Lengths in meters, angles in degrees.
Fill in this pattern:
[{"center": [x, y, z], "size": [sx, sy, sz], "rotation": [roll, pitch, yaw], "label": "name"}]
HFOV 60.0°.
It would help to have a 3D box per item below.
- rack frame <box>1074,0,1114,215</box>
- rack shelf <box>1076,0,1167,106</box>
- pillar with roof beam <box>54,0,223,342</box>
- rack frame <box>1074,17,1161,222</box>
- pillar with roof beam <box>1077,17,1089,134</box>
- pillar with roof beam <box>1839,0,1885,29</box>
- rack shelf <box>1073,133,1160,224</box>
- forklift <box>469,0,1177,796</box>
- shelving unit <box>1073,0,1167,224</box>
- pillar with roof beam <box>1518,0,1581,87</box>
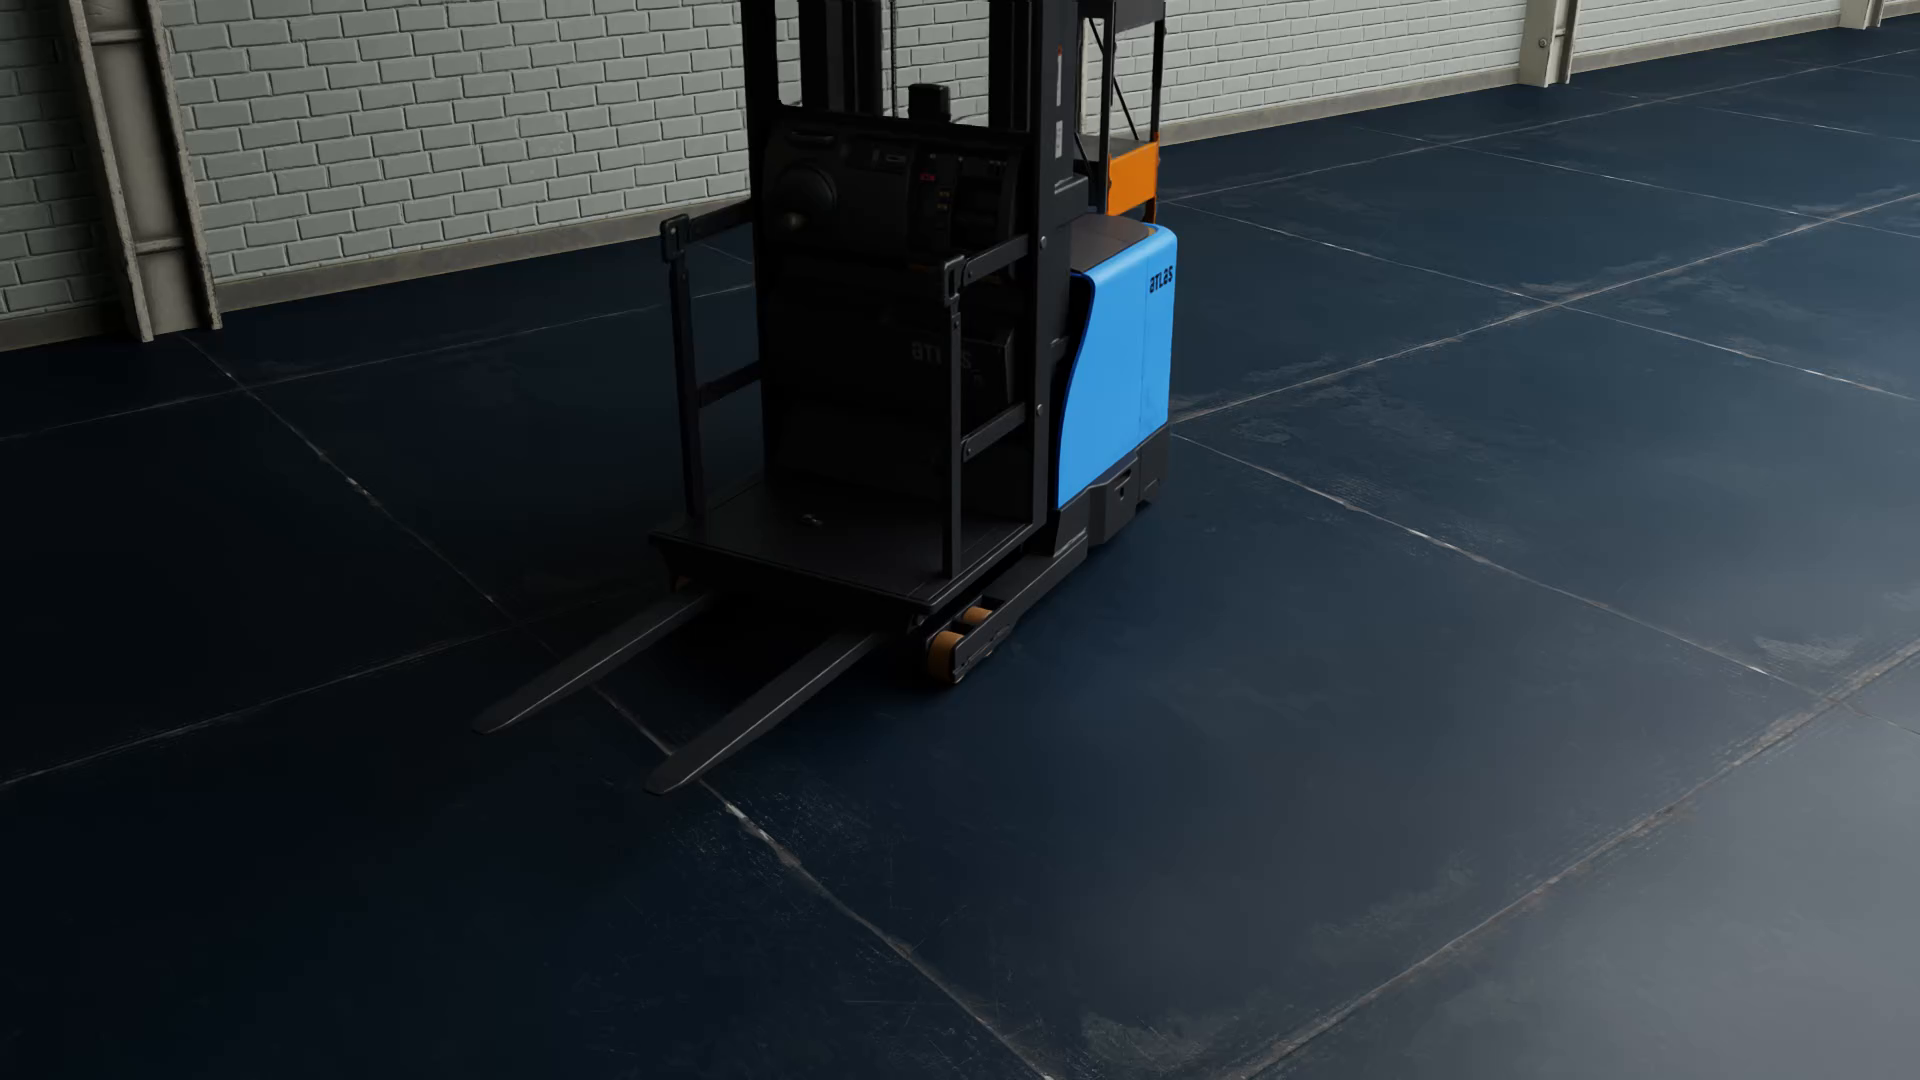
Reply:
[{"center": [0.389, -1.287, 6.526], "size": [0.400, 2.100, 0.015], "rotation": [13, 28, 26], "label": "rack frame"}, {"center": [0.509, -1.999, 6.431], "size": [0.431, 0.518, 0.480], "rotation": [13, 28, 26], "label": "rack shelf"}, {"center": [-1.416, -3.756, 3.653], "size": [0.400, 9.000, 9.100], "rotation": [-18, 31, -34], "label": "pillar with roof beam"}, {"center": [0.628, -1.465, 6.912], "size": [0.400, 2.100, 0.015], "rotation": [13, 28, 26], "label": "rack frame"}, {"center": [3.306, -5.314, 7.011], "size": [0.400, 9.000, 9.100], "rotation": [-18, 31, -34], "label": "pillar with roof beam"}, {"center": [12.749, -8.431, 13.728], "size": [0.400, 9.000, 9.100], "rotation": [-18, 31, -34], "label": "pillar with roof beam"}, {"center": [0.508, -1.363, 6.725], "size": [0.431, 0.518, 0.480], "rotation": [13, 28, 26], "label": "rack shelf"}, {"center": [-0.329, -1.093, 5.123], "size": [1.130, 2.935, 3.031], "rotation": [13, 28, 26], "label": "forklift"}, {"center": [0.509, -1.376, 6.719], "size": [0.431, 2.100, 0.503], "rotation": [13, 28, 26], "label": "shelving unit"}, {"center": [8.027, -6.873, 10.369], "size": [0.400, 9.000, 9.100], "rotation": [-18, 31, -34], "label": "pillar with roof beam"}]
